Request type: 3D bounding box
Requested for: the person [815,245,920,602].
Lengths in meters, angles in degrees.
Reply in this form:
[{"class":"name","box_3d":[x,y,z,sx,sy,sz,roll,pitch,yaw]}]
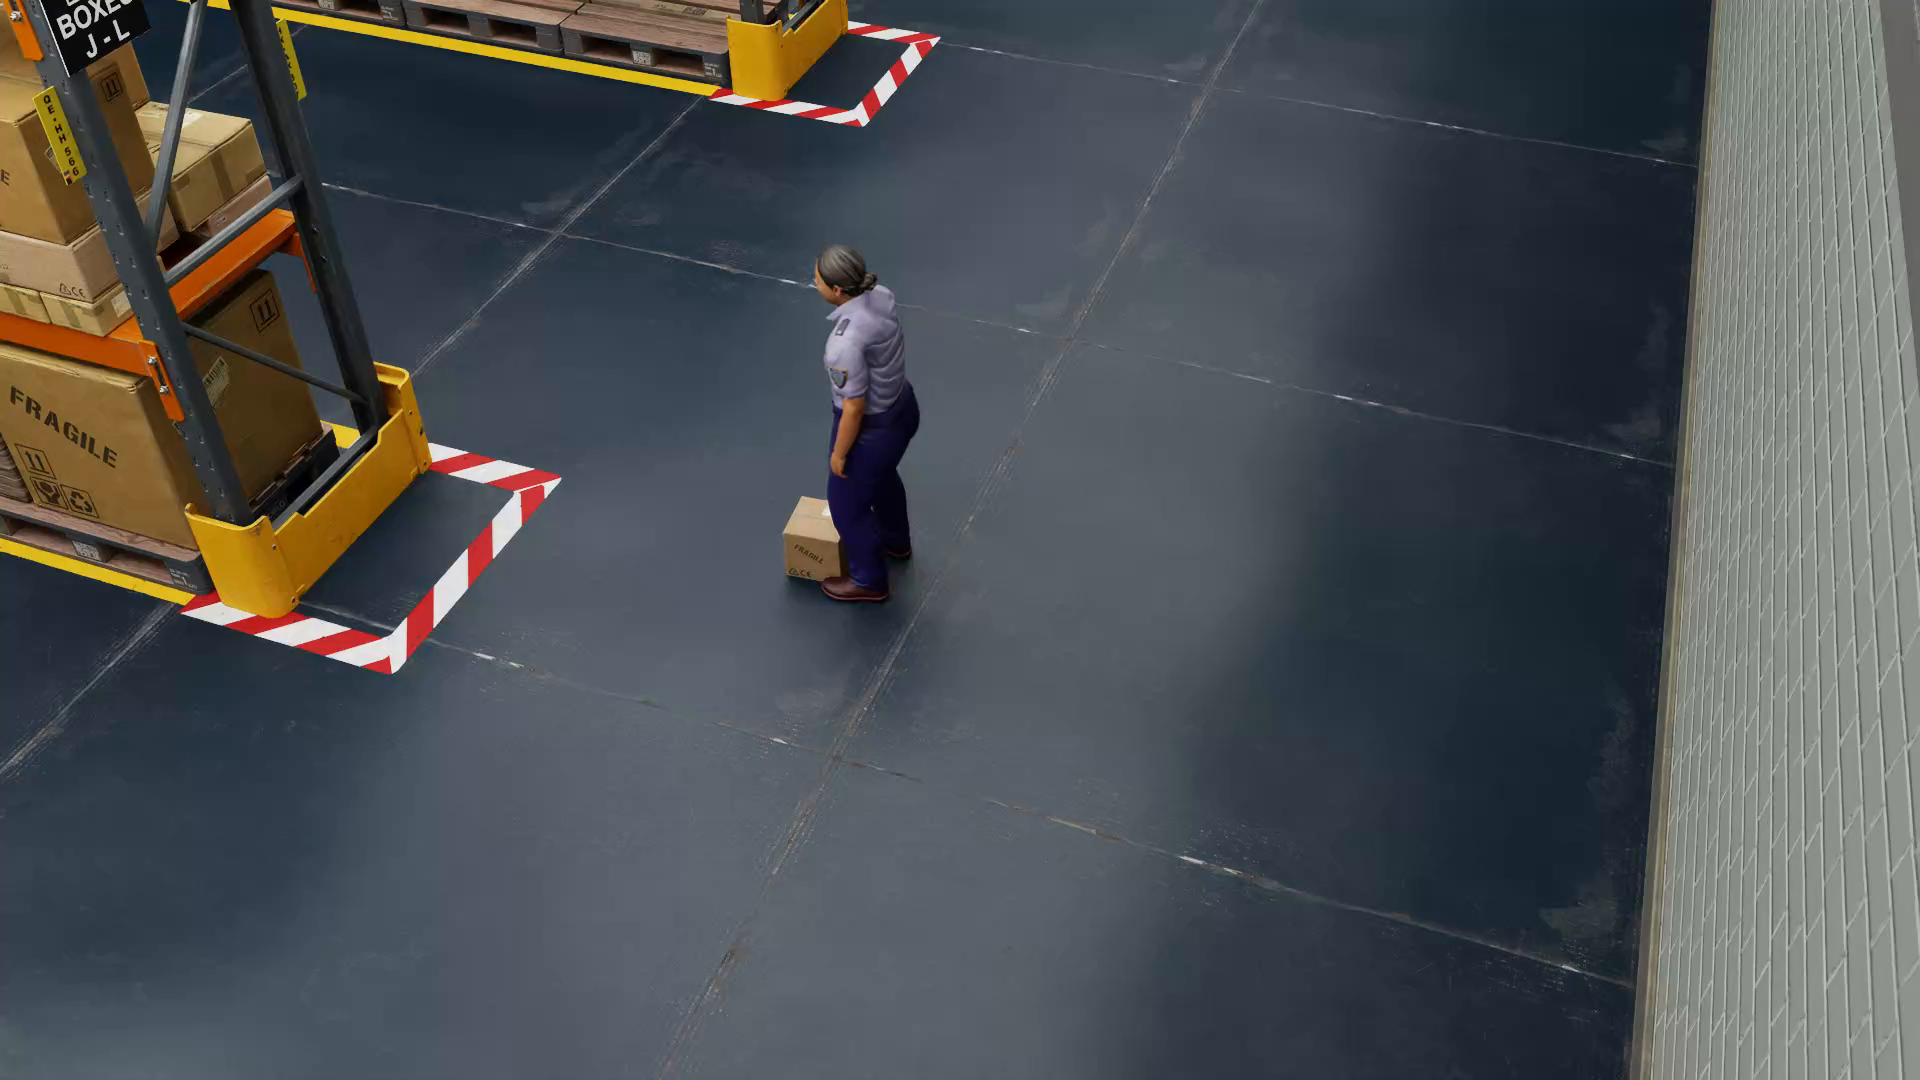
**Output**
[{"class":"person","box_3d":[-0.373,-0.467,6.689,0.373,1.651,0.537,13,43,14]}]
